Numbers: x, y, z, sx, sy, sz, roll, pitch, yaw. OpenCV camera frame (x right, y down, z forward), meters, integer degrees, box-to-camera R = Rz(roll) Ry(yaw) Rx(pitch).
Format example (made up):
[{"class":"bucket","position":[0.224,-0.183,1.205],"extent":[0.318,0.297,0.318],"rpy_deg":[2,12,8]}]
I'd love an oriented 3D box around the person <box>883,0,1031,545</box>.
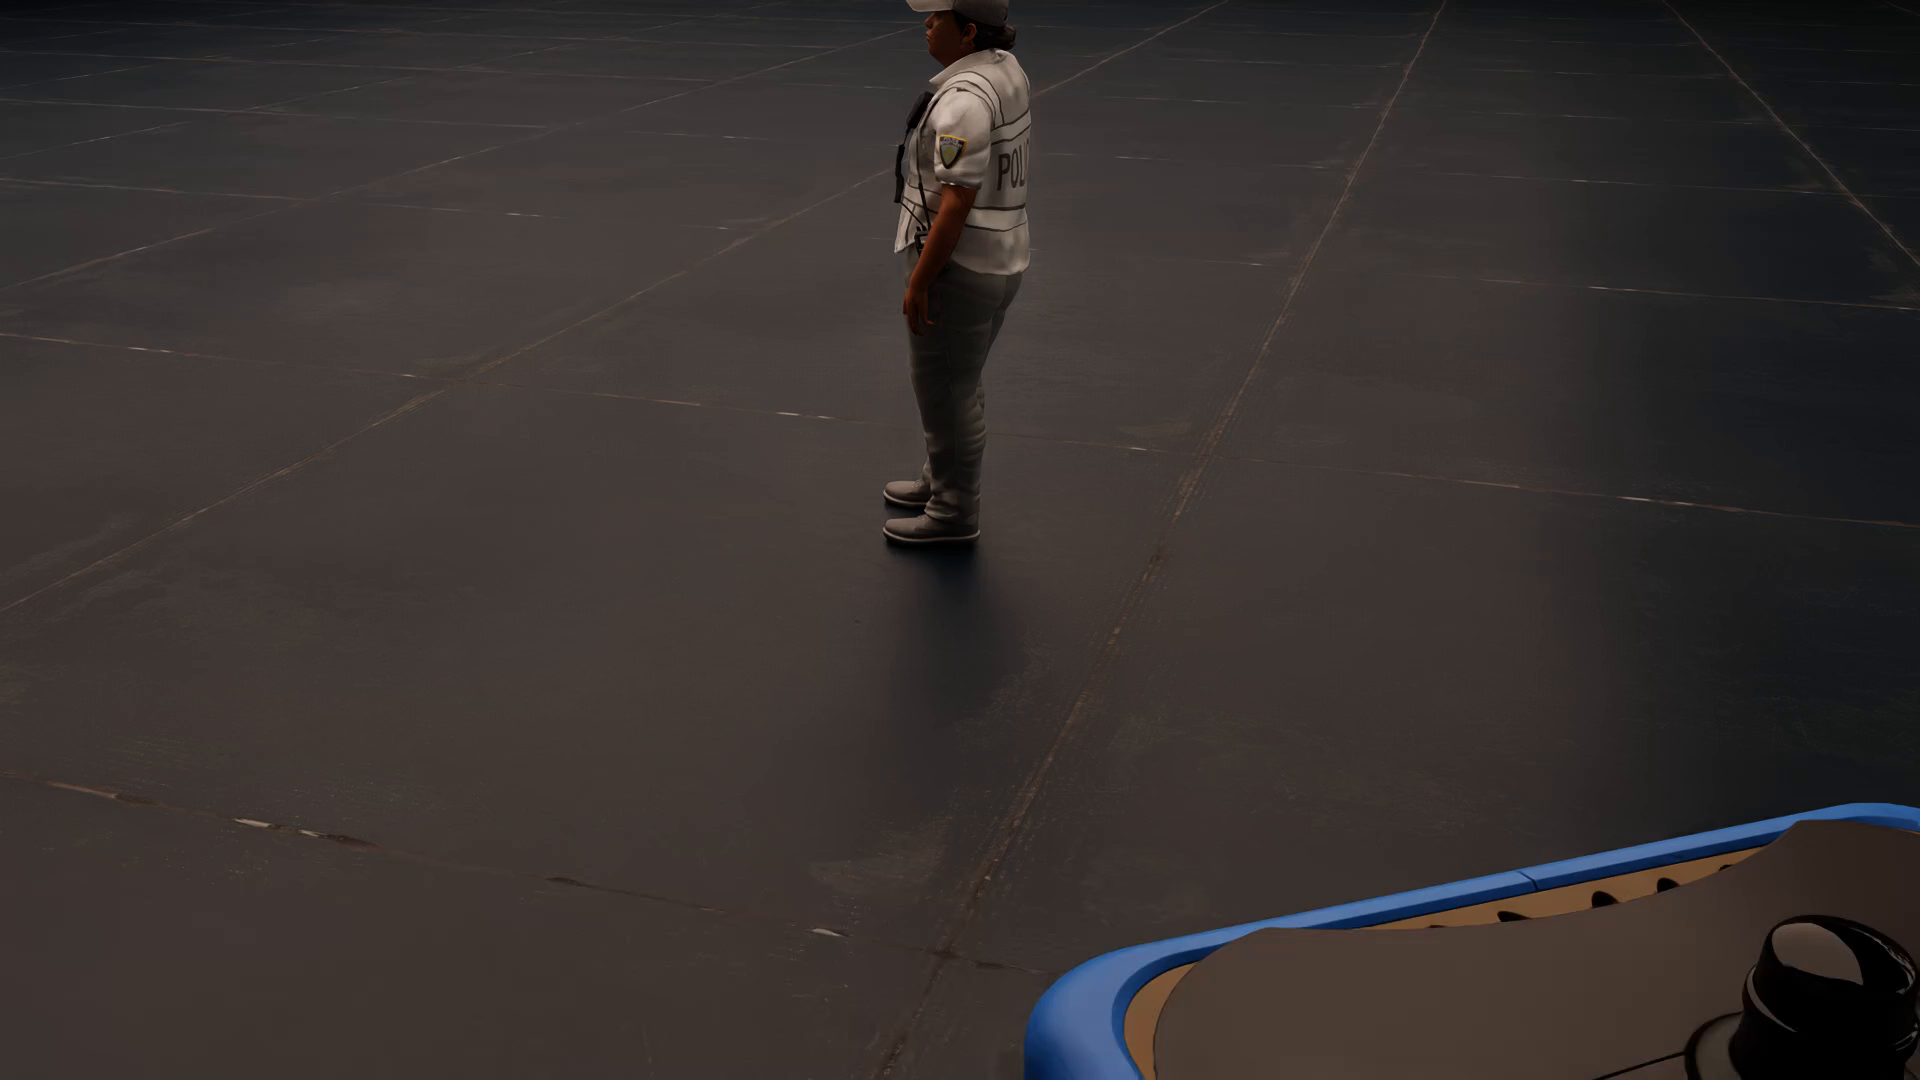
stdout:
[{"class":"person","position":[-0.066,-0.794,4.841],"extent":[0.529,1.670,0.598],"rpy_deg":[7,23,16]}]
